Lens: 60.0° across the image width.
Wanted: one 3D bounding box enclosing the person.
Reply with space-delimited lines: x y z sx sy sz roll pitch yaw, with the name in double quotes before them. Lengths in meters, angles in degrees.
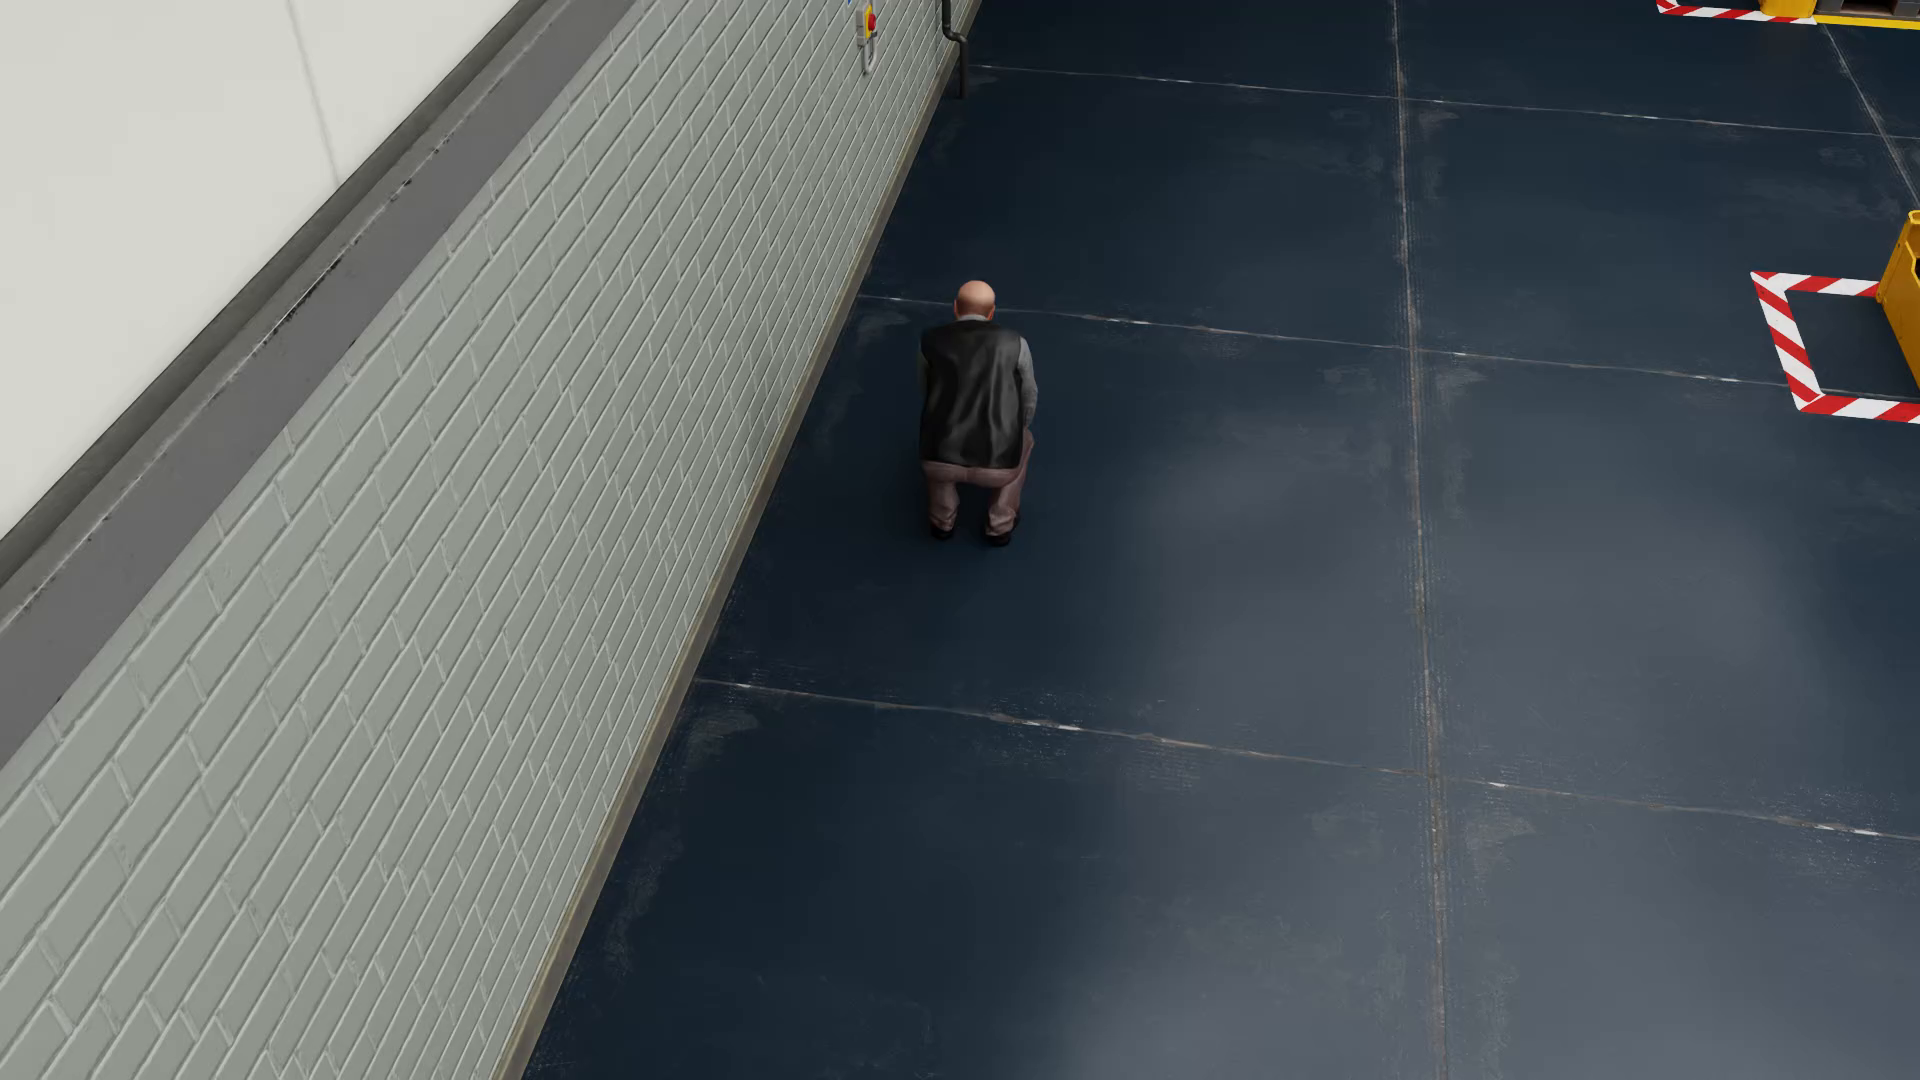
"person" 0.048 -0.527 7.350 0.548 1.014 0.855 6 41 7
